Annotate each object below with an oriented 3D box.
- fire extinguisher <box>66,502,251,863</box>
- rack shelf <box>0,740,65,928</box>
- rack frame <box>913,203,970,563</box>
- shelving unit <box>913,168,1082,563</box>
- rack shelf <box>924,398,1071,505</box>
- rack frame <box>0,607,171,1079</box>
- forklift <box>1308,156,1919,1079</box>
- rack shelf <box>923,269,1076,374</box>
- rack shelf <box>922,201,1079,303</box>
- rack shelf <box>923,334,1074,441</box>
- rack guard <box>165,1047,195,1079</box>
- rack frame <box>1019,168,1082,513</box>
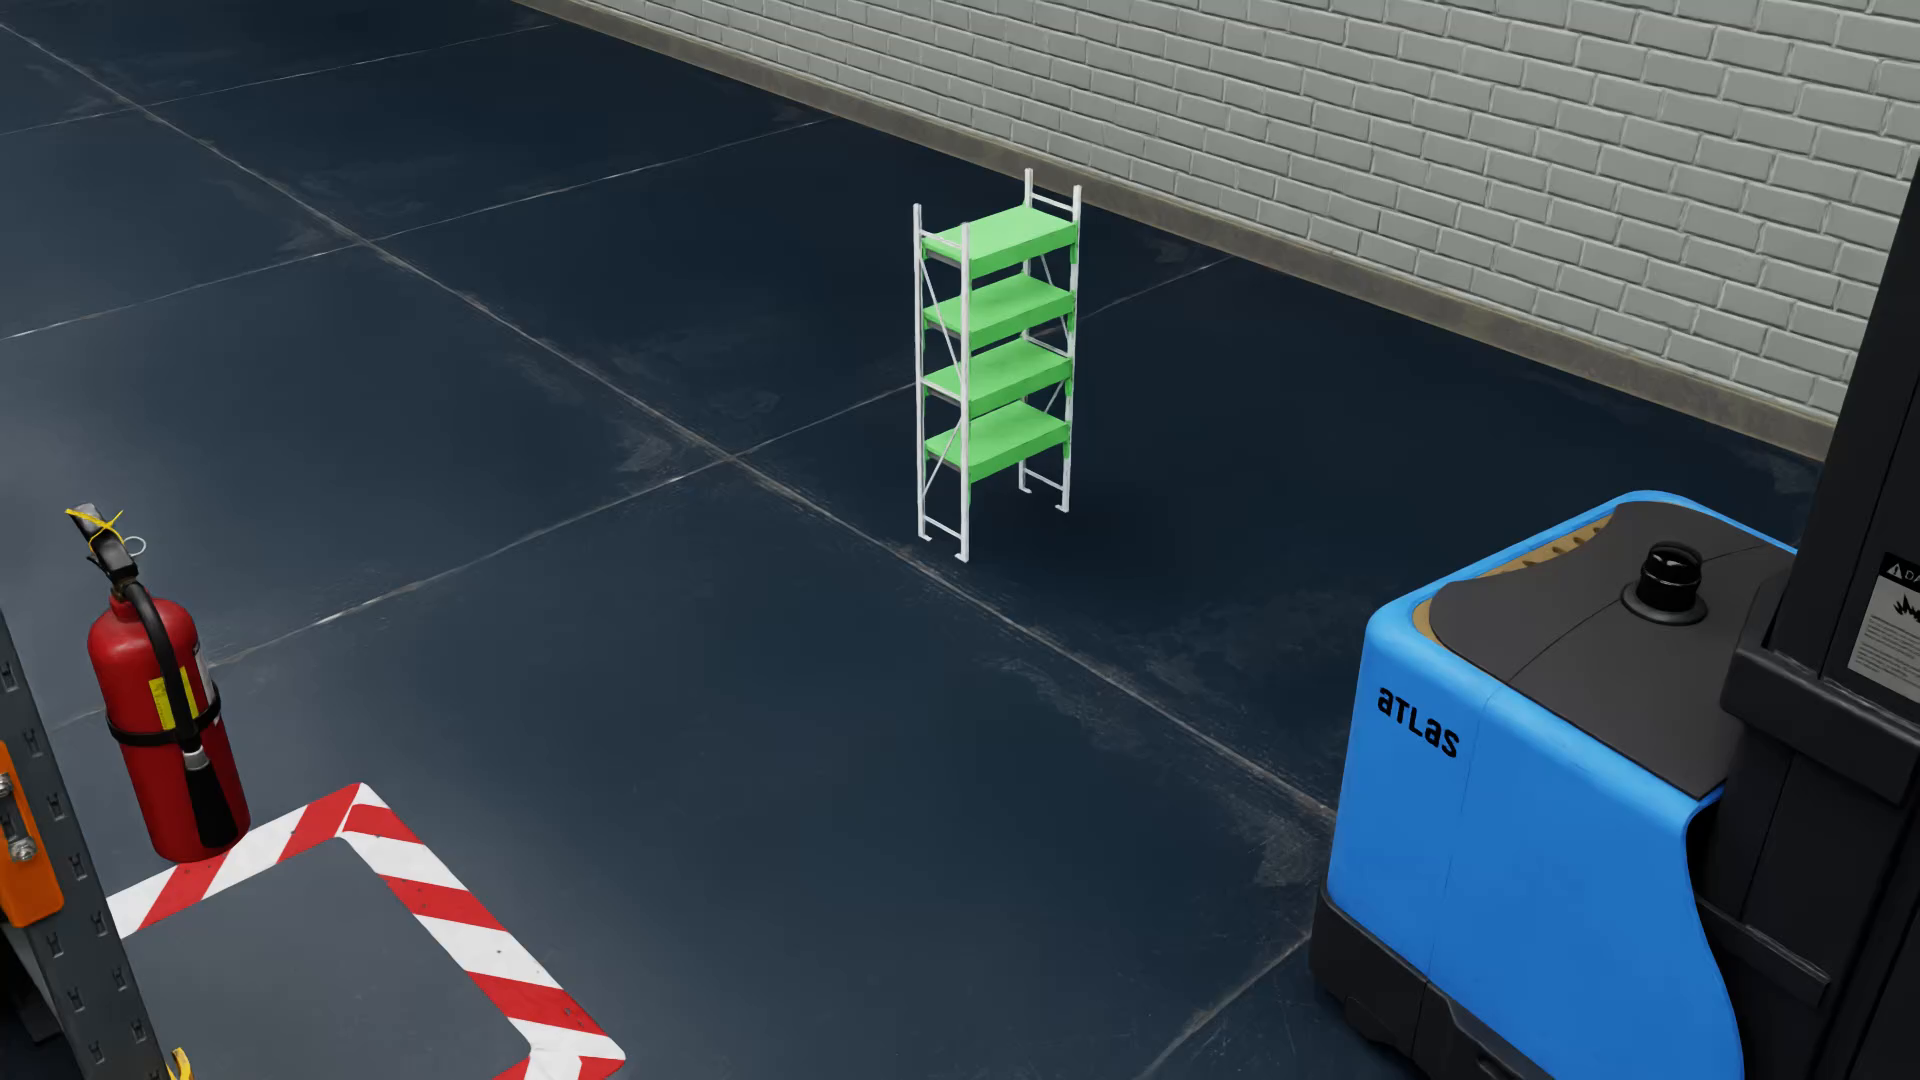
[{"bbox_3d":[-1.396,0.254,2.891,0.183,0.674,0.296,-26,40,-35],"label":"fire extinguisher"},{"bbox_3d":[-3.361,0.991,1.943,4.000,0.370,1.077,-26,40,-35],"label":"rack shelf"},{"bbox_3d":[-0.058,-0.484,5.391,0.015,1.200,0.240,-26,40,-35],"label":"rack frame"},{"bbox_3d":[0.121,-0.571,5.533,0.503,1.200,0.258,-26,40,-35],"label":"shelving unit"},{"bbox_3d":[0.121,-0.311,5.692,0.480,0.148,0.258,-26,40,-35],"label":"rack shelf"},{"bbox_3d":[-1.894,-0.025,2.916,0.127,3.000,1.000,-26,40,-35],"label":"rack frame"},{"bbox_3d":[2.088,0.299,2.451,1.130,2.935,3.031,-20,37,-29],"label":"forklift"},{"bbox_3d":[0.121,-0.721,5.441,0.480,0.148,0.258,-26,40,-35],"label":"rack shelf"},{"bbox_3d":[0.121,-0.926,5.316,0.480,0.148,0.258,-26,40,-35],"label":"rack shelf"},{"bbox_3d":[0.121,-0.516,5.566,0.480,0.148,0.258,-26,40,-35],"label":"rack shelf"},{"bbox_3d":[-1.950,1.068,3.524,0.348,0.500,1.175,-26,40,-35],"label":"rack guard"},{"bbox_3d":[0.300,-0.657,5.675,0.015,1.200,0.240,-26,40,-35],"label":"rack frame"}]
